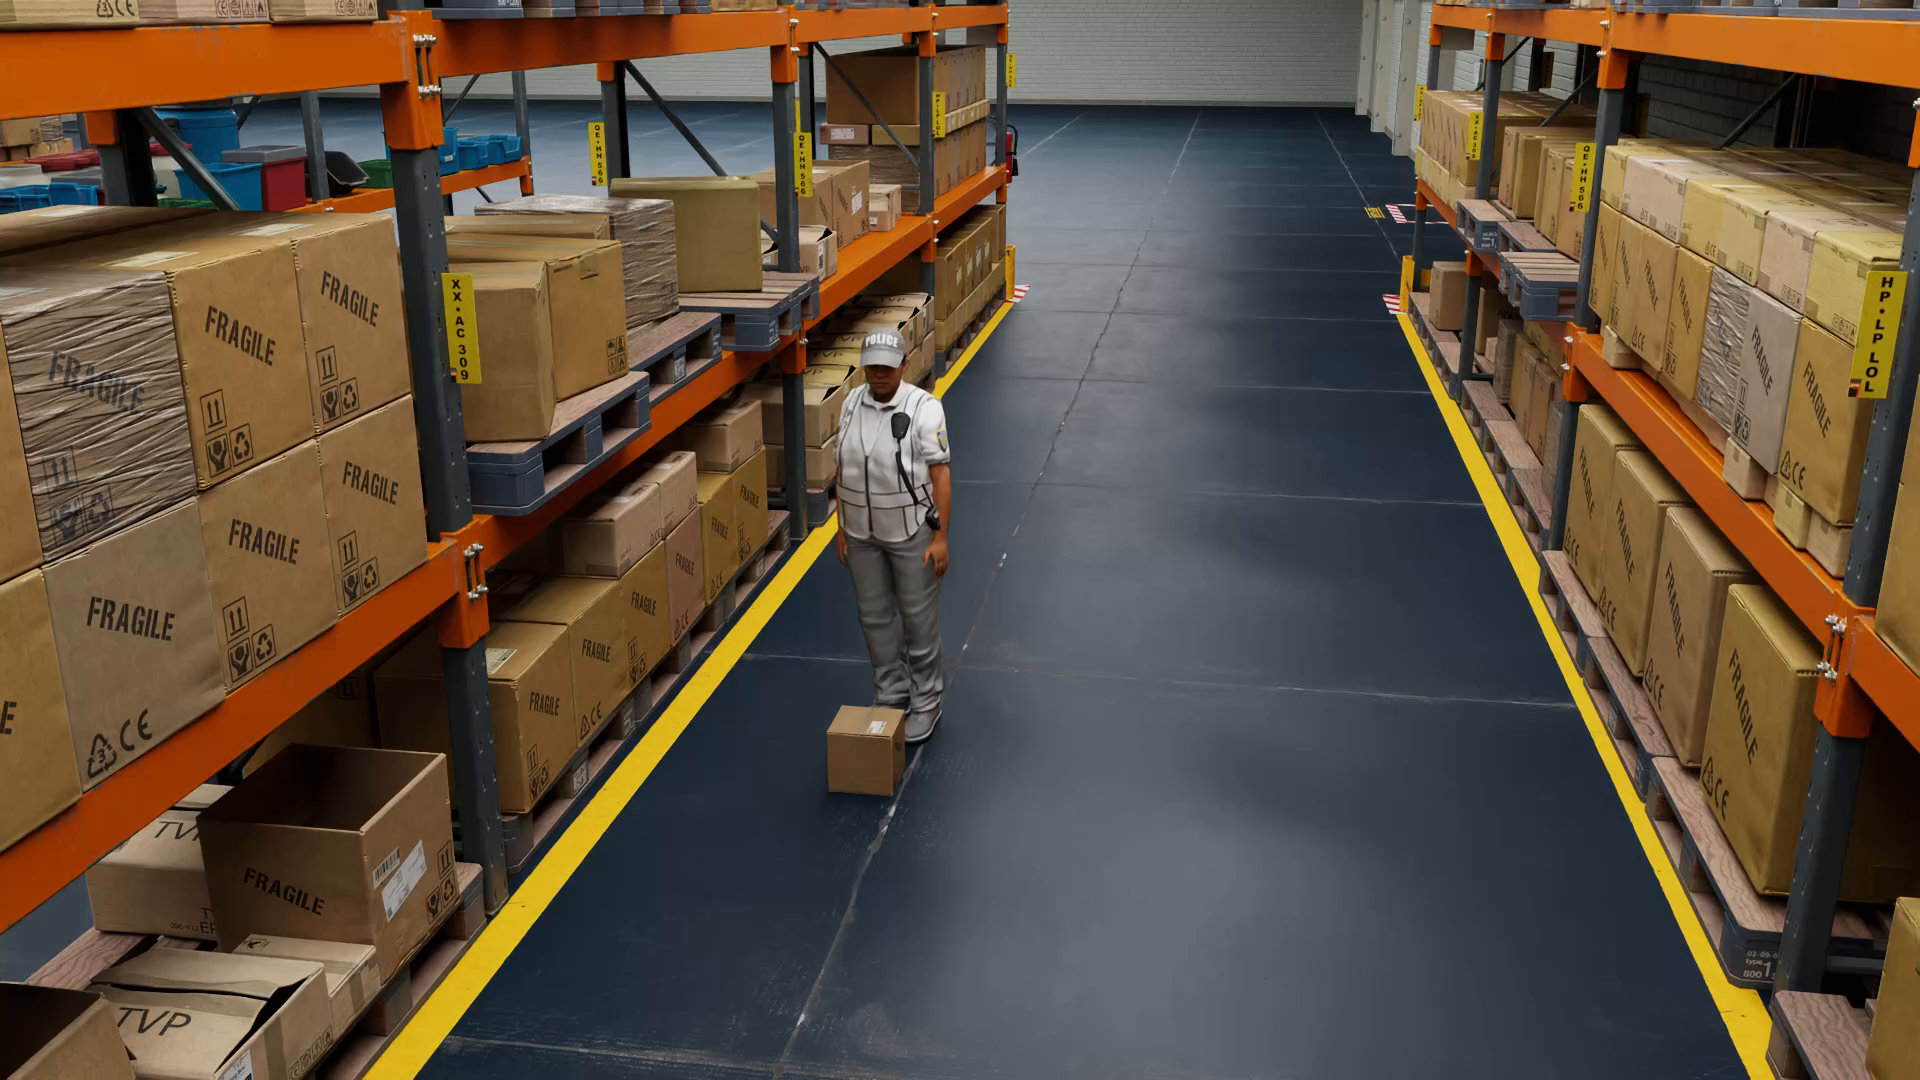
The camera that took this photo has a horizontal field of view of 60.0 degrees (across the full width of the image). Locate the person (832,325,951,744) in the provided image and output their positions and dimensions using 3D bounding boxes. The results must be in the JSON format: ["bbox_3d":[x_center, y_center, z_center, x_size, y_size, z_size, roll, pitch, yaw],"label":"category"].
[{"bbox_3d":[-0.271,-0.023,6.581,0.503,1.670,0.397,8,20,24],"label":"person"}]
